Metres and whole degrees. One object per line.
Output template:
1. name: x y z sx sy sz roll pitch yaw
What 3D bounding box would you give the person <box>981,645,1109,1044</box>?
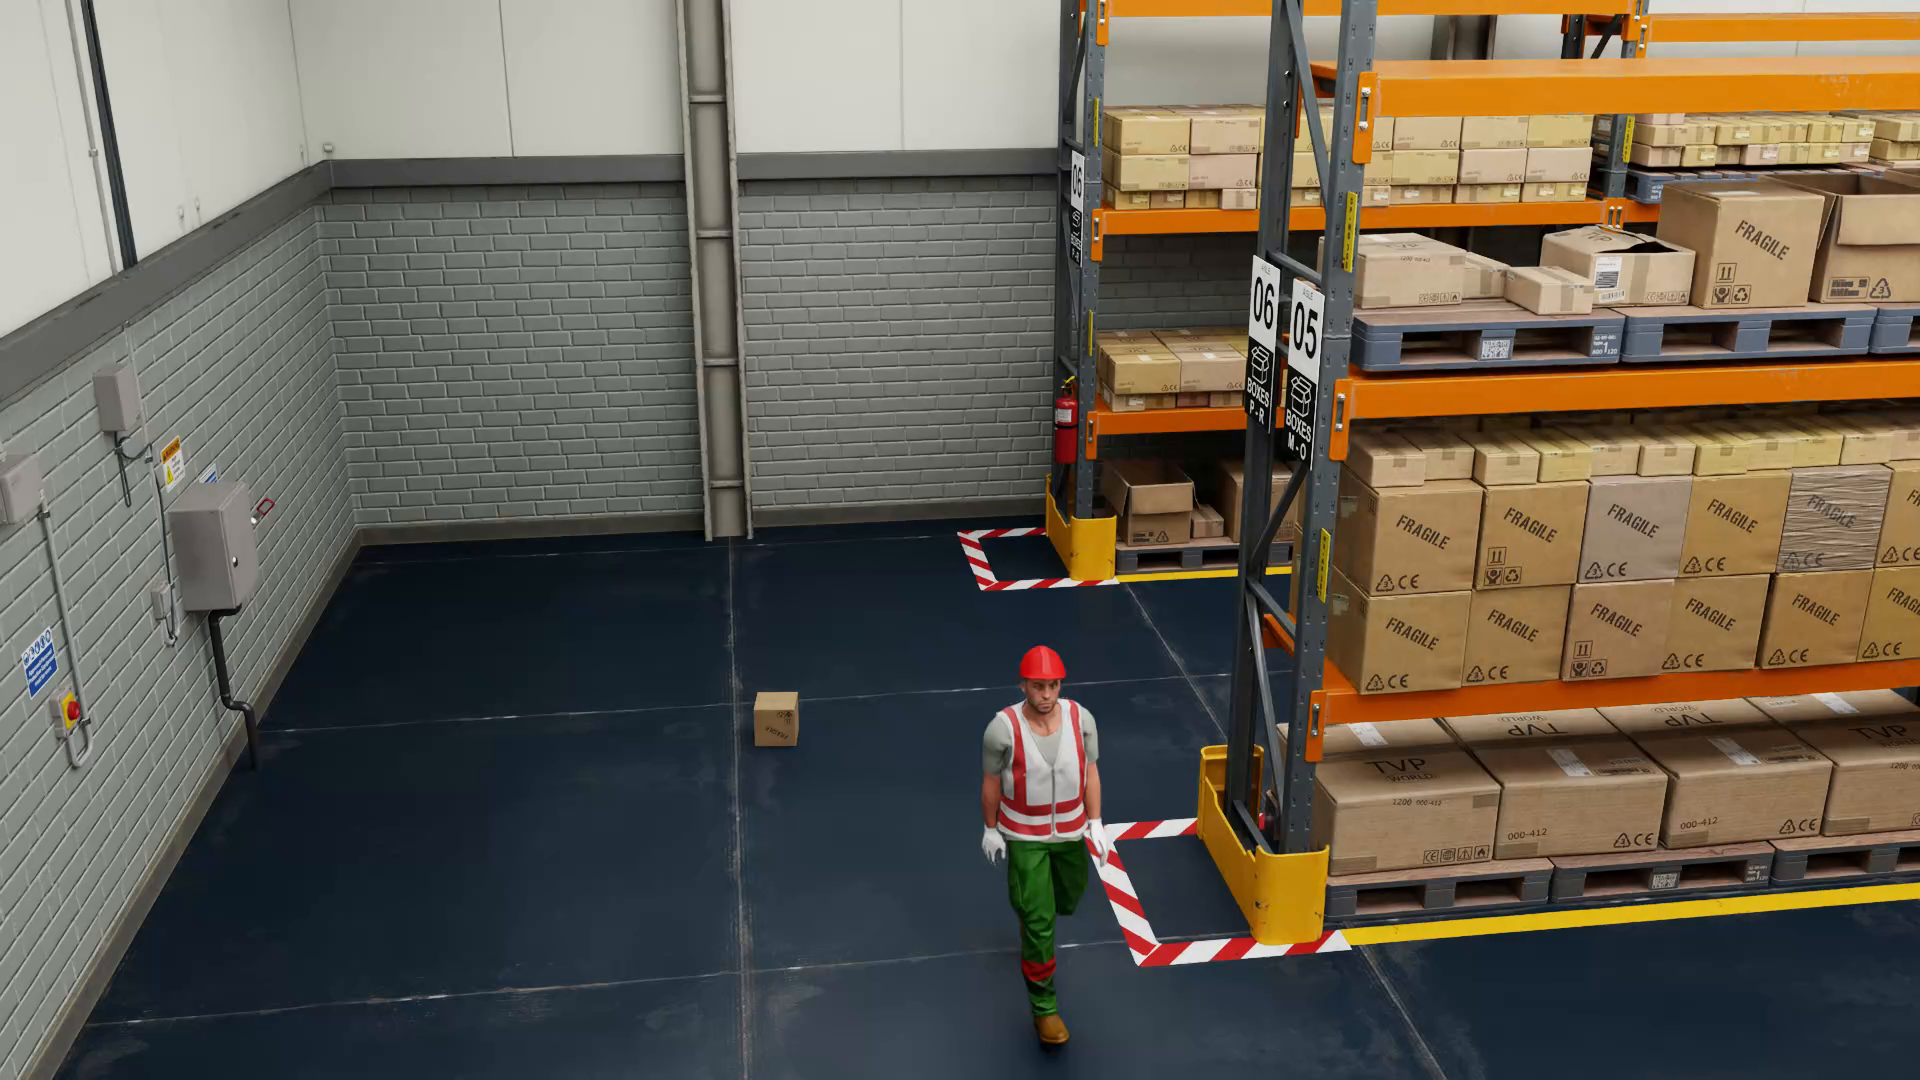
1. person: 0.370 1.286 7.457 0.547 1.764 0.945 -6 21 -17
